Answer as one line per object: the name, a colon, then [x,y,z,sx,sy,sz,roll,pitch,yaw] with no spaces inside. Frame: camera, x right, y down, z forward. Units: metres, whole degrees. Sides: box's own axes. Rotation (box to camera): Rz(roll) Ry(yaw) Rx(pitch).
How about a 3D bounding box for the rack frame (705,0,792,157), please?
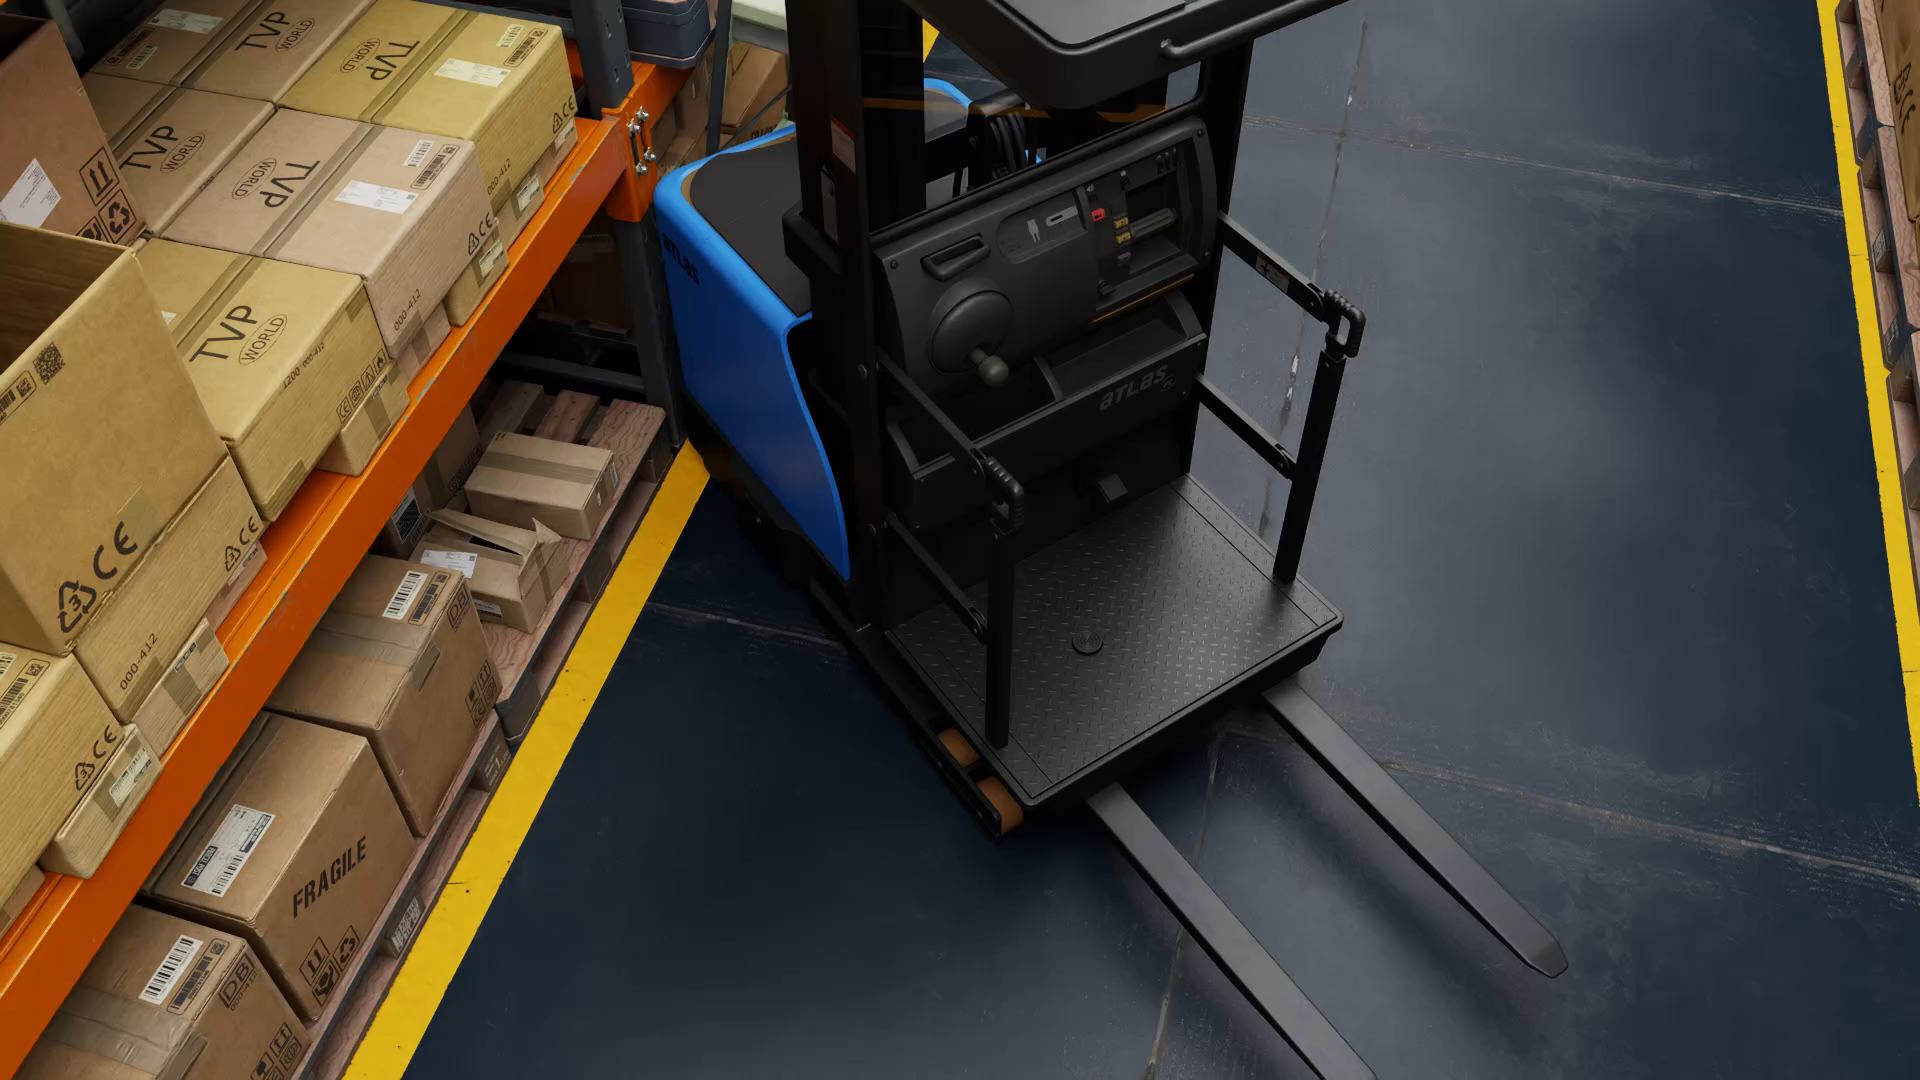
rack frame: [-0.582,-1.059,5.017,0.400,1.500,0.023,18,42,5]

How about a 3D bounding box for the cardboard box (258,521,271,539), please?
cardboard box: [-1.640,-0.144,3.544,0.380,0.149,0.250,12,50,11]

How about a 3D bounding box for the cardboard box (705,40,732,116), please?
cardboard box: [-0.990,-1.569,5.588,0.380,0.149,0.250,9,49,8]

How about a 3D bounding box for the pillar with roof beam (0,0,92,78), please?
pillar with roof beam: [1.705,-2.242,1.227,9.100,9.000,0.400,12,50,10]

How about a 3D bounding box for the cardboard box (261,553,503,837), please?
cardboard box: [-1.660,0.364,4.315,0.700,0.500,0.500,10,49,9]

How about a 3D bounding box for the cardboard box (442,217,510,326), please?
cardboard box: [-1.328,-0.683,4.020,0.380,0.149,0.250,13,50,11]

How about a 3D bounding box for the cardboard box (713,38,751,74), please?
cardboard box: [-0.930,-1.770,5.766,0.380,0.149,0.250,11,49,9]

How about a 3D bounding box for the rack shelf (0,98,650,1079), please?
rack shelf: [-1.922,0.253,3.506,1.077,0.370,4.000,12,50,10]

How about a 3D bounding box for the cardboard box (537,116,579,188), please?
cardboard box: [-1.236,-1.068,4.360,0.380,0.149,0.250,12,50,11]

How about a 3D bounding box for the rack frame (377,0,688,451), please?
rack frame: [-1.395,-1.432,4.513,1.000,3.000,0.127,12,50,10]

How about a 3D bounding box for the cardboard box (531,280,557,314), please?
cardboard box: [-1.552,-1.157,5.658,0.500,0.500,0.500,11,50,10]

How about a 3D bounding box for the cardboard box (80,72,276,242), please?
cardboard box: [-1.912,-0.812,3.867,0.500,0.250,0.500,11,50,10]

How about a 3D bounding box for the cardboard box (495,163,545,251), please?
cardboard box: [-1.283,-0.876,4.190,0.380,0.149,0.250,13,50,11]

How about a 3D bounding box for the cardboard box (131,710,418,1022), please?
cardboard box: [-1.698,0.753,3.972,0.500,0.500,0.500,12,50,11]

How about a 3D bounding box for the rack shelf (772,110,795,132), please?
rack shelf: [-0.538,-1.048,5.505,0.431,0.370,0.720,18,42,5]

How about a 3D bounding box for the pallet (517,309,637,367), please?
pallet: [-1.218,-1.105,6.085,1.003,0.211,1.213,12,50,10]

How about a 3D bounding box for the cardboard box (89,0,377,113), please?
cardboard box: [-1.786,-1.176,4.189,0.500,0.250,0.500,11,50,10]

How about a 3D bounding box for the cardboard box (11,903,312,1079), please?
cardboard box: [-1.933,1.115,3.652,0.700,0.500,0.500,13,50,12]

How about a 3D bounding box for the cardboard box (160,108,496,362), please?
cardboard box: [-1.412,-0.699,3.768,0.500,0.250,0.500,12,50,10]

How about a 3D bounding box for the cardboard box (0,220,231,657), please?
cardboard box: [-1.674,-0.196,2.824,0.500,0.500,0.500,13,50,11]

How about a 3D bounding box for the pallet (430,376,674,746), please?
pallet: [-1.577,-0.013,5.120,1.003,0.211,1.213,12,50,10]

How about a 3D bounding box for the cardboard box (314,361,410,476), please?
cardboard box: [-1.464,-0.308,3.689,0.380,0.149,0.250,11,49,9]

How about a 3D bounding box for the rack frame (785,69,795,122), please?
rack frame: [-0.380,-1.509,5.558,0.400,1.500,0.023,18,42,5]

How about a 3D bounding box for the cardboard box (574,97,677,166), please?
cardboard box: [-1.103,-1.276,5.131,0.380,0.149,0.250,11,49,9]

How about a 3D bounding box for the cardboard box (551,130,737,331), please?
cardboard box: [-1.051,-1.049,5.563,0.500,0.500,0.500,14,50,12]

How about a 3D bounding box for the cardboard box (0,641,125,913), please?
cardboard box: [-1.806,0.406,2.793,0.500,0.250,0.500,11,49,9]

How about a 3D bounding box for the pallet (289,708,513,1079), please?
pallet: [-1.896,0.873,4.339,1.003,0.211,1.213,12,50,10]

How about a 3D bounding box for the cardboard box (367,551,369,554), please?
cardboard box: [-1.911,0.117,4.767,0.380,0.149,0.250,11,49,10]

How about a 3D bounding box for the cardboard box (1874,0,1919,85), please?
cardboard box: [4.185,-2.301,6.417,0.875,0.875,0.875,11,50,10]

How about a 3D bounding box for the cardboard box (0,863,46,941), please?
cardboard box: [-1.849,0.607,2.881,0.380,0.149,0.250,12,50,11]

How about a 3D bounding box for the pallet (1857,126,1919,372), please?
pallet: [3.844,-0.991,5.984,1.003,0.211,1.213,12,50,10]

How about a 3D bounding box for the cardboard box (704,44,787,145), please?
cardboard box: [-0.920,-1.436,5.904,0.500,0.500,0.500,11,49,10]

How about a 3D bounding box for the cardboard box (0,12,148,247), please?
cardboard box: [-2.044,-0.704,3.272,0.500,0.500,0.500,10,49,9]

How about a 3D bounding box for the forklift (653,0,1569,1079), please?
forklift: [0.352,-0.583,3.810,1.130,2.935,3.031,-27,54,-22]

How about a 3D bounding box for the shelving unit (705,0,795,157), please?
shelving unit: [-0.481,-1.284,5.288,0.431,1.500,0.755,18,42,5]

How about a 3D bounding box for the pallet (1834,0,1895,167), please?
pallet: [4.167,-1.870,6.760,1.003,0.211,1.213,12,50,10]

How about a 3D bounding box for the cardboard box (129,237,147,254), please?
cardboard box: [-2.049,-0.439,3.538,0.500,0.250,0.500,13,50,11]

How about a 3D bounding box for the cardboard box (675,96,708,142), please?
cardboard box: [-1.046,-1.381,5.423,0.380,0.149,0.250,10,49,9]

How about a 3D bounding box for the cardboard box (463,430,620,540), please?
cardboard box: [-1.259,-0.167,5.018,0.380,0.149,0.250,10,49,9]

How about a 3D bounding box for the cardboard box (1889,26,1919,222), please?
cardboard box: [3.946,-1.657,5.849,0.875,0.875,0.875,12,50,10]

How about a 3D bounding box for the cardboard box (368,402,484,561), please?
cardboard box: [-1.797,-0.250,4.983,0.500,0.311,0.500,13,50,11]

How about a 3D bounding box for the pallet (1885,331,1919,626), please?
pallet: [3.525,-0.105,5.202,1.003,0.211,1.213,12,50,10]

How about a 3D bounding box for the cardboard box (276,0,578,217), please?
cardboard box: [-1.294,-1.064,4.090,0.500,0.250,0.500,13,50,11]

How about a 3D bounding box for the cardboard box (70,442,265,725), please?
cardboard box: [-1.692,0.031,3.123,0.500,0.250,0.500,10,49,9]

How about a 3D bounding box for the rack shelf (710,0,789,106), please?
rack shelf: [-0.414,-1.566,5.027,0.431,0.370,0.720,18,42,5]

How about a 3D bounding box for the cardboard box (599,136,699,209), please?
cardboard box: [-1.044,-1.165,5.232,0.380,0.149,0.250,14,50,12]

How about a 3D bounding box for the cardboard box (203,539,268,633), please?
cardboard box: [-1.659,0.044,3.378,0.380,0.149,0.250,11,50,10]

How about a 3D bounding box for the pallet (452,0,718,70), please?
pallet: [-1.080,-1.925,5.076,1.003,0.211,1.213,12,50,10]

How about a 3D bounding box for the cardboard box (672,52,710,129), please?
cardboard box: [-1.022,-1.461,5.295,0.380,0.149,0.250,9,49,8]

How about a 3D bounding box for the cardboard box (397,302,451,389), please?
cardboard box: [-1.424,-0.499,3.857,0.380,0.149,0.250,13,50,11]

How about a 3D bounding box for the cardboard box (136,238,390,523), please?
cardboard box: [-1.556,-0.341,3.452,0.500,0.250,0.500,11,50,10]

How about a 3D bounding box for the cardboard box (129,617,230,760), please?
cardboard box: [-1.660,0.244,3.201,0.380,0.149,0.250,13,50,11]

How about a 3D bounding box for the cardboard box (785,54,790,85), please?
cardboard box: [-0.785,-1.796,6.222,0.500,0.500,0.500,10,49,9]

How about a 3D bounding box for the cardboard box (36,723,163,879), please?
cardboard box: [-1.710,0.439,3.030,0.380,0.149,0.250,10,49,9]

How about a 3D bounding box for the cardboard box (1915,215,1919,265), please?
cardboard box: [3.710,-1.010,5.278,0.875,0.875,0.875,13,50,11]

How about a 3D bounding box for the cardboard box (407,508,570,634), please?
cardboard box: [-1.353,0.053,4.746,0.396,0.266,0.258,13,50,11]

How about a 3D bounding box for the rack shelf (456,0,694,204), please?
rack shelf: [-0.869,-2.641,6.060,1.077,0.370,4.000,12,50,10]
